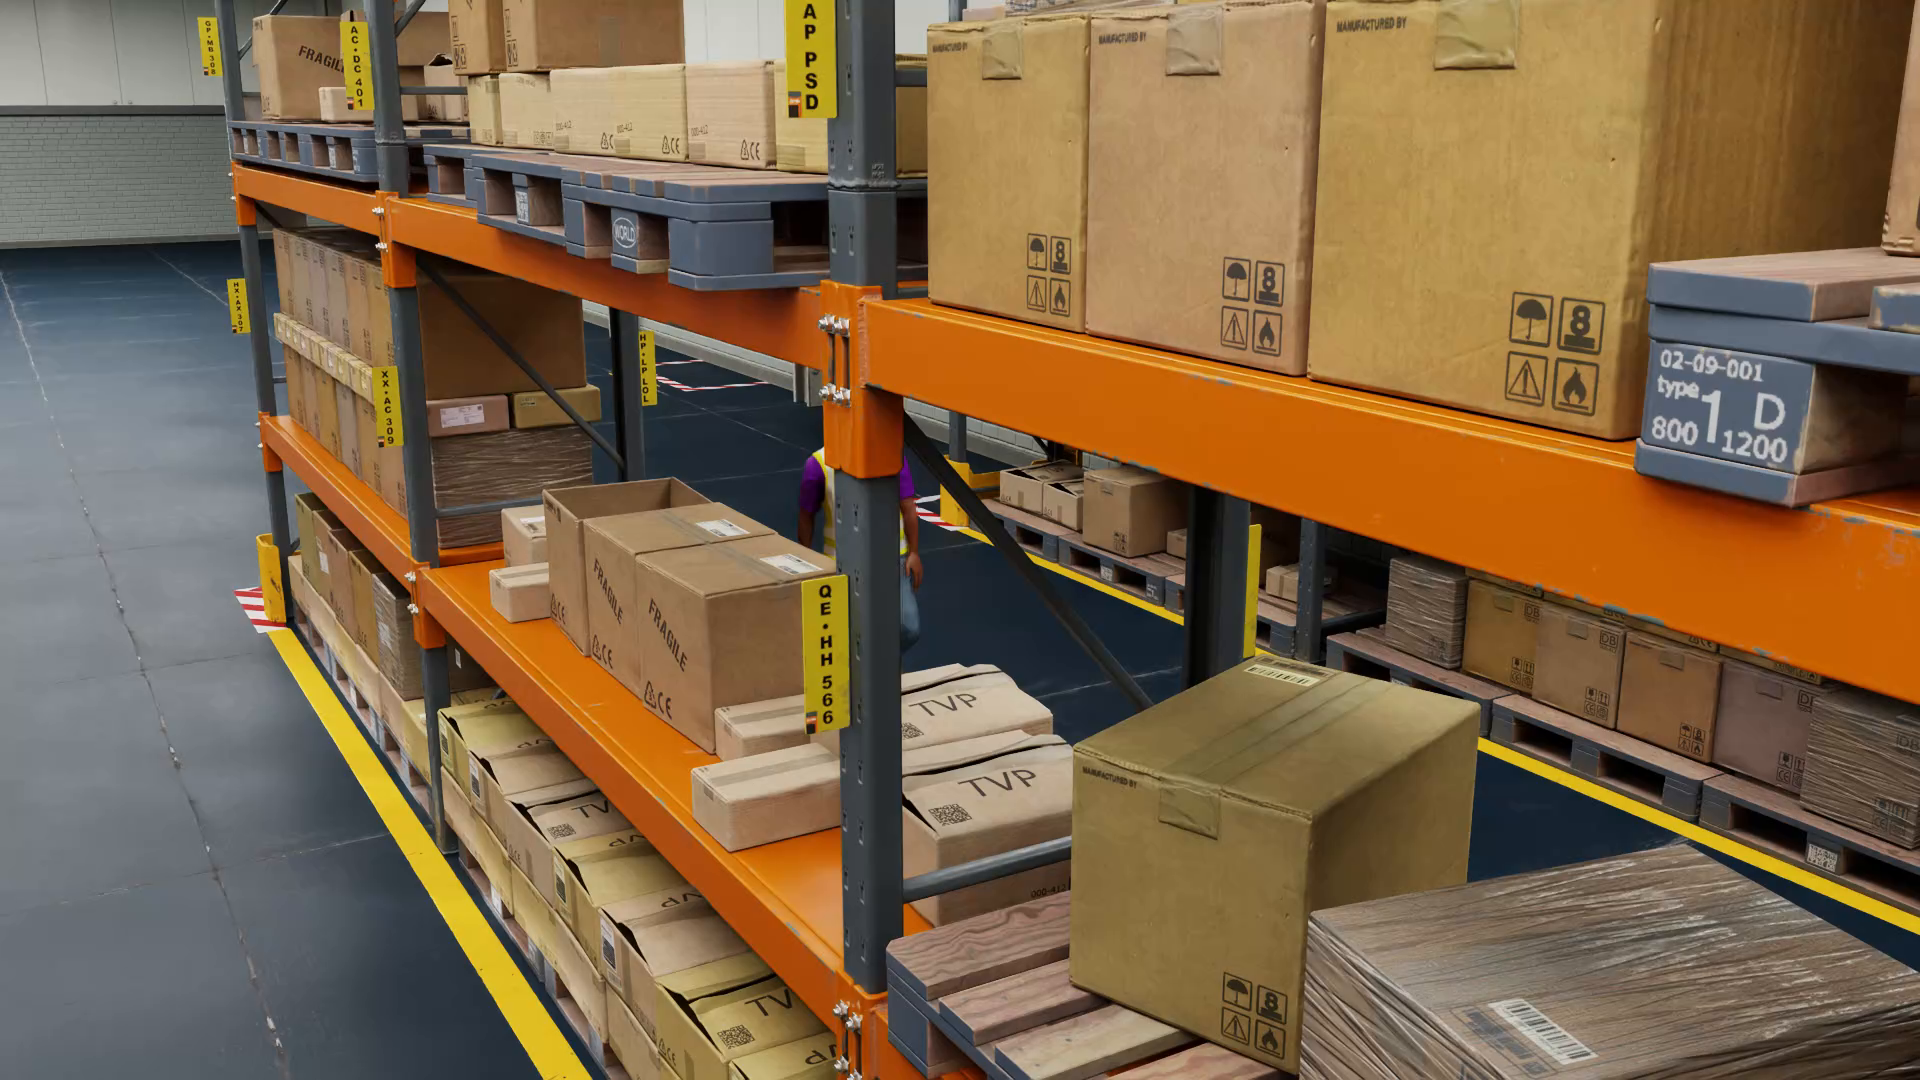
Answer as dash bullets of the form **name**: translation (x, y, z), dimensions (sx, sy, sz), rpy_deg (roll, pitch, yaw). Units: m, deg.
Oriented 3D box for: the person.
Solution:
- **person**: translation (-0.535, 0.099, 8.526), dimensions (0.665, 1.759, 0.562), rpy_deg (-3, 15, -10)
